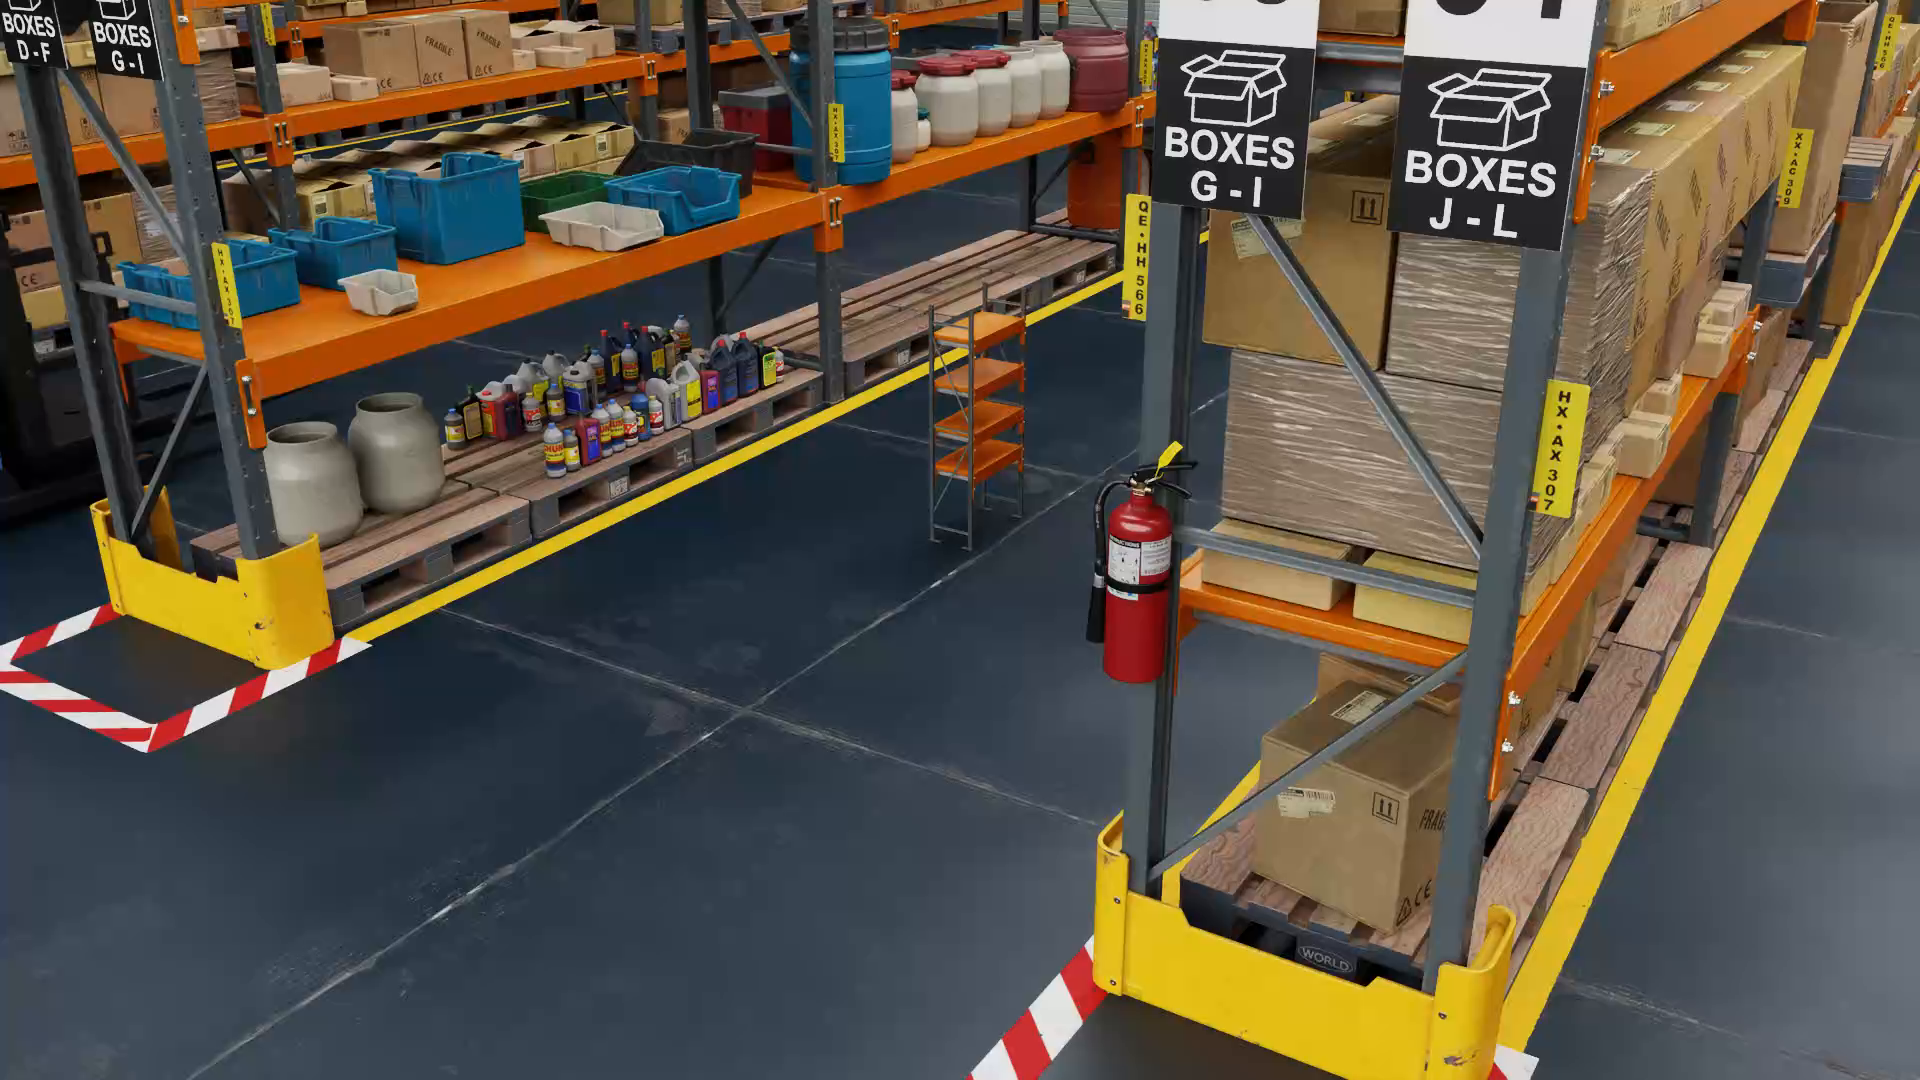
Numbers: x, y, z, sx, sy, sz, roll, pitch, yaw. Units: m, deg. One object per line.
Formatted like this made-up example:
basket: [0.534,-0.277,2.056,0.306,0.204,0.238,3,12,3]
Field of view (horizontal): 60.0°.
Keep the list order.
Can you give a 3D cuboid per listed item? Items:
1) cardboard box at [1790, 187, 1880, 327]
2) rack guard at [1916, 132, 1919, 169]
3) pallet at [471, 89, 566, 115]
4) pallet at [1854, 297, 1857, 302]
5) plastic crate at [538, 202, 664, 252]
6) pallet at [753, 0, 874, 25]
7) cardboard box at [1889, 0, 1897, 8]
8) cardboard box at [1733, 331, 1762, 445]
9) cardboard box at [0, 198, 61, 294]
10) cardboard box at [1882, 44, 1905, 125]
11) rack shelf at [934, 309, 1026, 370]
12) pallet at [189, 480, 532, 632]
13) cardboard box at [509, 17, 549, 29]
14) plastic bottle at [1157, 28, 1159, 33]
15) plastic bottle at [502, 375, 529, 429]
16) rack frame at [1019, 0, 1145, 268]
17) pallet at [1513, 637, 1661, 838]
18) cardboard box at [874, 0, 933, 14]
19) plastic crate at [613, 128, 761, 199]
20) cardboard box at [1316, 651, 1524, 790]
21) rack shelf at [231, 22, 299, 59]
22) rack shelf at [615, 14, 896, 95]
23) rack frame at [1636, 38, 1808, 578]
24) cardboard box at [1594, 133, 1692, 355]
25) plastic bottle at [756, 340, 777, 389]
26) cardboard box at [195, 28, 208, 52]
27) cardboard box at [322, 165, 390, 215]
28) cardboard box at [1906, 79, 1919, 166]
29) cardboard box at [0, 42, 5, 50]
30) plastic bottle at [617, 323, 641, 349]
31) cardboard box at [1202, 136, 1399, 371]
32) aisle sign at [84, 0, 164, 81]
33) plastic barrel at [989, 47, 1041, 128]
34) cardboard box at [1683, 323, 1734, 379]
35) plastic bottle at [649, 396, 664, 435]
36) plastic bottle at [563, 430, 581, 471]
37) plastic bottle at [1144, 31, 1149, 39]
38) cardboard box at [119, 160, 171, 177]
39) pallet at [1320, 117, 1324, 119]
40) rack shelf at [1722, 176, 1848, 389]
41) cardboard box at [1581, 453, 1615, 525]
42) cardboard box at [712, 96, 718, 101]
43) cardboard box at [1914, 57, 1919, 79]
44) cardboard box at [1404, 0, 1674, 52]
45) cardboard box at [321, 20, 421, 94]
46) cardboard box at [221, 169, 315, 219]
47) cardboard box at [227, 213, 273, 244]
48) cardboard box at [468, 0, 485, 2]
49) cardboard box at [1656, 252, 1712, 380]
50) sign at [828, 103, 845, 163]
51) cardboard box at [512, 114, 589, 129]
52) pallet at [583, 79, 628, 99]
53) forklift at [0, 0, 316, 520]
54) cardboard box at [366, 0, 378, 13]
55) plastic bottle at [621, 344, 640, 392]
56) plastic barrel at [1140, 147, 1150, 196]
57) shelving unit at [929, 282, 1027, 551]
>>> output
cardboard box: [5.533,-2.074,11.410,1.225,0.875,0.875,12,26,27]
rack guard: [9.384,-4.189,17.296,1.175,0.500,0.348,14,27,29]
pallet: [-5.707,-5.536,20.772,1.003,0.211,1.213,14,27,29]
pallet: [6.275,-2.008,12.623,1.003,0.211,1.213,14,27,29]
plastic crate: [-1.808,-1.593,8.486,0.530,0.136,0.437,14,27,29]
pallet: [-1.667,-5.720,17.928,1.003,0.211,1.213,14,27,29]
cardboard box: [6.245,-3.824,11.919,0.797,0.503,0.637,15,27,31]
cardboard box: [3.945,-0.881,9.102,0.700,0.500,0.500,11,26,24]
cardboard box: [-6.218,-1.920,10.897,0.500,0.500,0.500,14,27,29]
cardboard box: [6.441,-3.297,11.964,0.500,0.500,0.500,14,27,29]
rack shelf: [0.087,-0.967,7.985,0.258,0.148,0.480,14,27,29]
pallet: [-2.844,0.006,7.971,1.003,0.211,1.213,14,27,29]
cardboard box: [-5.596,-6.051,20.630,0.750,0.750,0.750,14,27,30]
plastic bottle: [1.790,-4.456,14.929,0.097,0.271,0.097,0,23,0]
plastic bottle: [-2.451,-0.755,9.093,0.152,0.276,0.135,13,27,28]
rack frame: [0.943,-3.665,12.941,1.000,3.000,0.127,14,27,29]
pallet: [2.074,0.650,6.483,1.003,0.211,1.213,14,27,29]
cardboard box: [-0.653,-6.216,18.706,0.500,0.500,0.500,15,27,30]
plastic crate: [-1.551,-2.137,9.488,0.767,0.338,0.504,14,27,29]
cardboard box: [1.561,0.611,5.681,0.500,0.500,0.500,-20,31,-39]
rack shelf: [-8.529,-4.736,16.321,1.077,0.370,4.000,14,27,29]
rack shelf: [-2.208,-5.050,17.044,1.077,0.370,4.000,14,27,29]
rack frame: [3.041,-1.277,7.425,1.000,3.000,0.127,14,27,29]
cardboard box: [1.722,-0.864,4.712,0.500,0.500,0.500,14,27,29]
plastic bottle: [-1.140,-1.039,9.740,0.061,0.283,0.133,15,28,32]
cardboard box: [-5.467,-3.479,11.567,0.380,0.149,0.250,13,27,28]
cardboard box: [-4.675,-2.798,13.164,0.500,0.311,0.500,14,27,28]
cardboard box: [8.621,-4.005,15.872,0.875,0.875,0.875,14,27,29]
cardboard box: [-6.396,-3.337,10.423,0.700,0.500,0.500,14,27,29]
plastic bottle: [-1.945,-1.116,9.833,0.144,0.351,0.185,15,27,30]
cardboard box: [1.011,-0.806,4.577,0.500,0.500,0.500,14,27,29]
aisle sign: [-3.066,-2.073,5.990,0.394,0.787,0.004,14,27,29]
plastic barrel: [0.360,-3.183,11.685,0.421,0.512,0.421,0,23,0]
cardboard box: [2.817,-0.766,6.560,0.380,0.149,0.250,14,27,29]
plastic bottle: [-1.661,-0.682,9.018,0.097,0.201,0.097,0,23,0]
plastic bottle: [-2.001,-0.465,8.516,0.097,0.201,0.097,0,23,0]
plastic bottle: [1.616,-4.318,14.596,0.061,0.283,0.133,14,27,29]
cardboard box: [-5.884,-2.539,12.327,0.500,0.500,0.500,14,27,29]
pallet: [4.051,-4.405,18.161,1.003,0.211,1.213,14,27,29]
rack shelf: [4.096,-1.622,9.127,1.077,0.370,4.000,14,27,29]
cardboard box: [1.829,-0.192,5.233,0.380,0.149,0.250,14,27,29]
cardboard box: [-2.240,-4.199,16.767,0.500,0.500,0.500,13,27,28]
cardboard box: [7.838,-3.981,13.986,0.380,0.149,0.250,13,27,27]
cardboard box: [1.405,-1.344,3.991,0.500,0.250,0.500,15,27,30]
cardboard box: [-4.676,-3.834,13.205,0.500,0.500,0.500,16,28,33]
cardboard box: [-5.403,-2.740,13.029,0.500,0.311,0.500,14,27,29]
cardboard box: [-5.401,-2.486,13.150,0.500,0.250,0.500,14,27,28]
cardboard box: [-5.864,-6.474,19.720,0.380,0.149,0.250,14,27,29]
cardboard box: [2.279,-0.970,6.214,0.875,0.500,0.500,14,27,29]
sign: [-0.705,-2.323,9.493,0.100,0.325,0.005,14,27,29]
cardboard box: [-3.789,-3.778,15.427,0.500,0.311,0.500,15,28,31]
pallet: [-4.896,-6.052,21.965,1.003,0.211,1.213,14,27,29]
forklift: [-4.934,-1.678,8.436,1.130,2.935,3.031,15,28,31]
cardboard box: [-6.723,-5.964,18.542,0.380,0.149,0.250,14,27,28]
plastic bottle: [-1.919,-1.005,9.677,0.097,0.271,0.097,0,23,0]
plastic barrel: [1.409,-3.094,14.225,0.421,0.512,0.421,0,23,0]
shelving unit: [0.087,-0.606,8.141,0.258,1.200,0.503,14,27,29]
